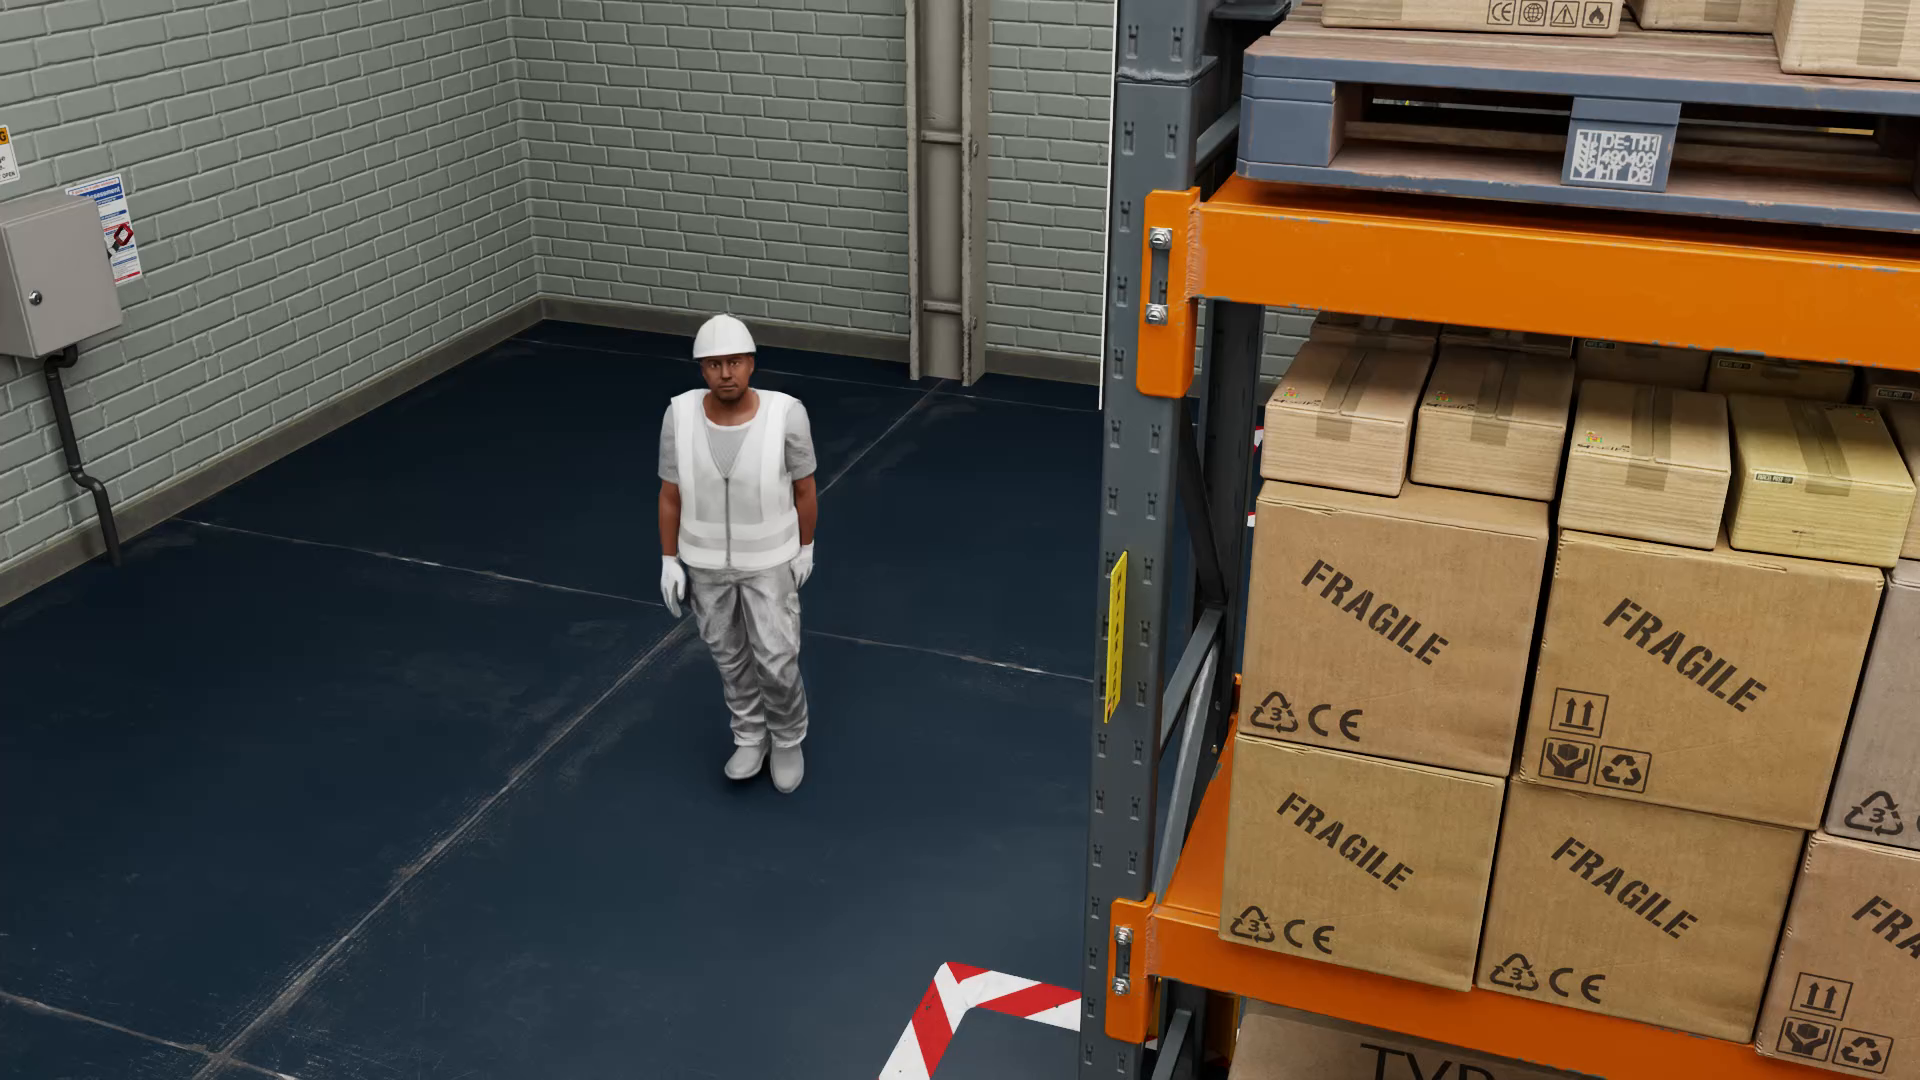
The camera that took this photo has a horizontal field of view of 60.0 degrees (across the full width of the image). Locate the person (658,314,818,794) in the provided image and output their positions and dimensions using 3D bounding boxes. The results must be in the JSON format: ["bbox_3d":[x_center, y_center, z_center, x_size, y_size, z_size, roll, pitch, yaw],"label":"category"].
[{"bbox_3d":[-0.782,0.098,5.857,0.544,1.812,0.455,2,26,5],"label":"person"}]
